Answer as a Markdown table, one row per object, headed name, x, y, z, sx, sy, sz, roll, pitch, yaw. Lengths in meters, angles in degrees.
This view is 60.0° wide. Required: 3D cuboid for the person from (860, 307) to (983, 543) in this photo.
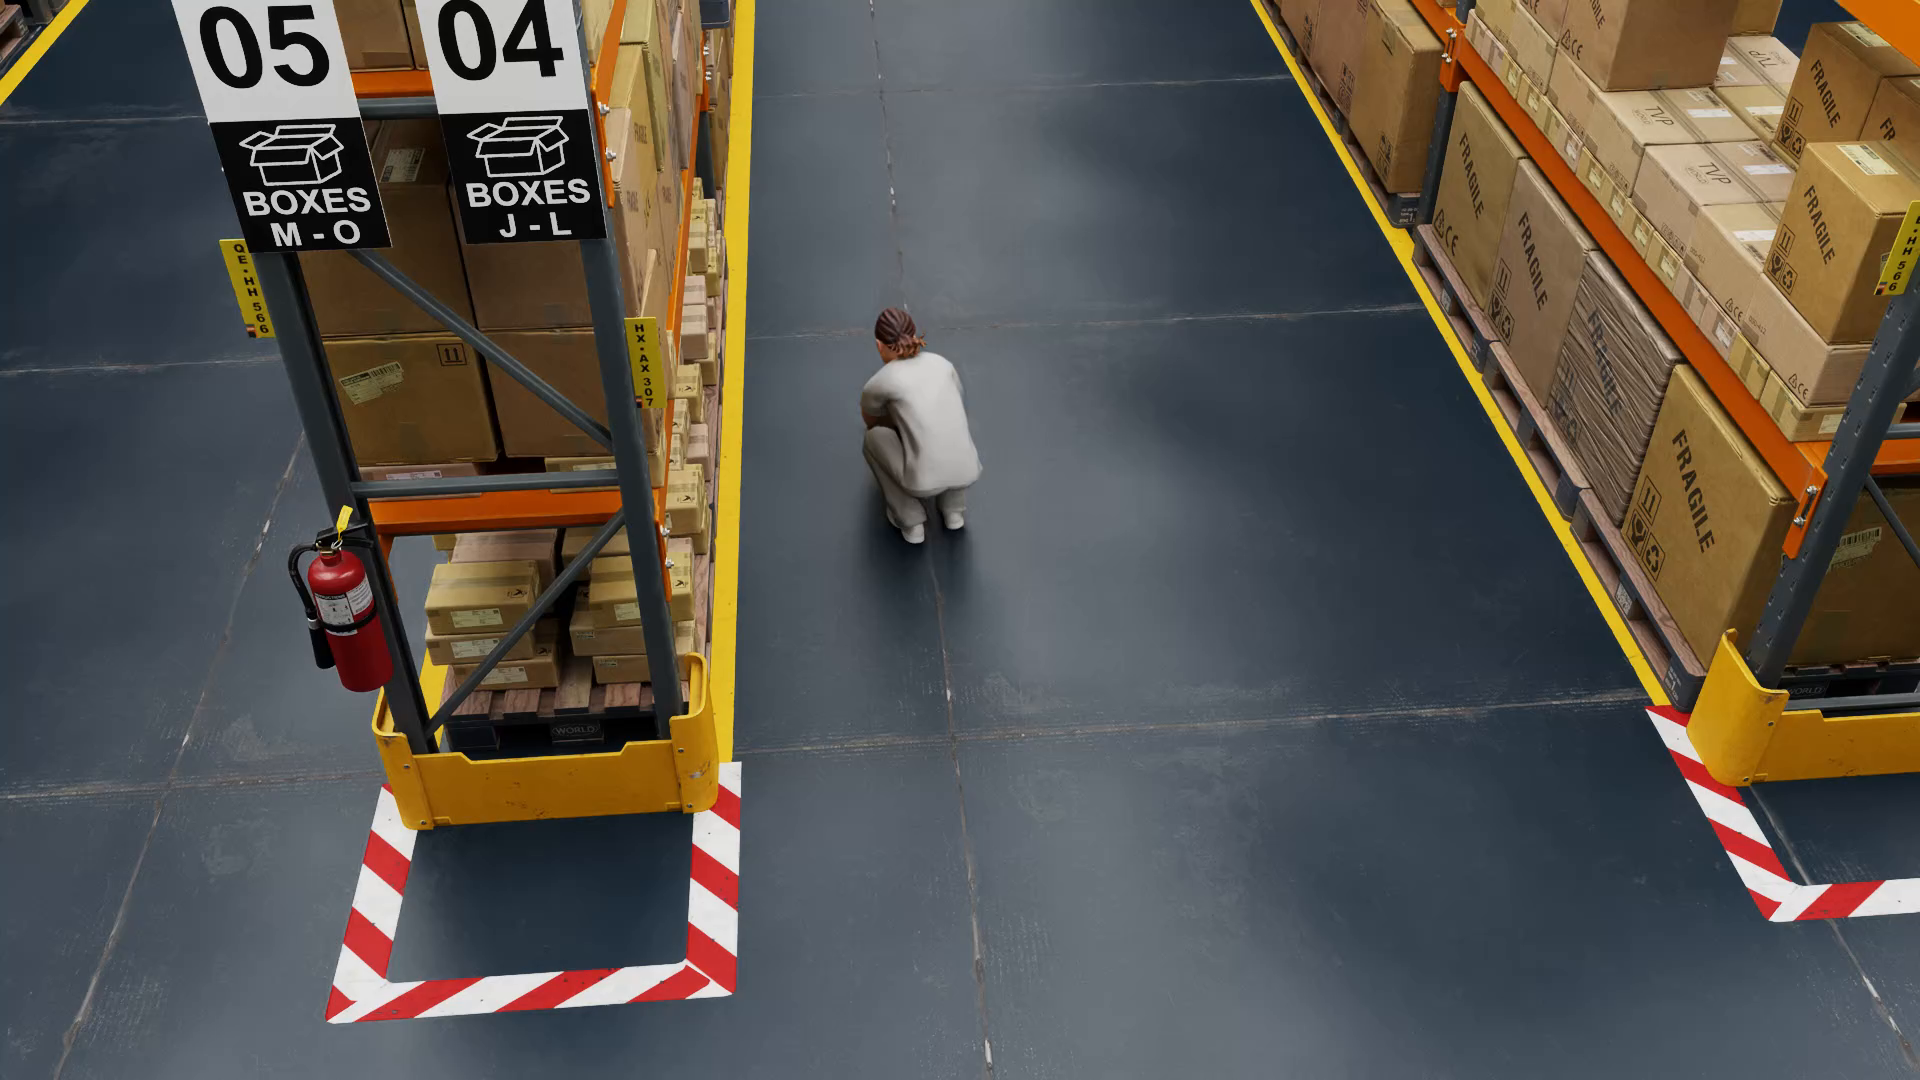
| name | x | y | z | sx | sy | sz | roll | pitch | yaw |
| --- | --- | --- | --- | --- | --- | --- | --- | --- | --- |
| person | -0.177 | -0.528 | 7.394 | 0.493 | 0.934 | 0.808 | -11 | 41 | -13 |
